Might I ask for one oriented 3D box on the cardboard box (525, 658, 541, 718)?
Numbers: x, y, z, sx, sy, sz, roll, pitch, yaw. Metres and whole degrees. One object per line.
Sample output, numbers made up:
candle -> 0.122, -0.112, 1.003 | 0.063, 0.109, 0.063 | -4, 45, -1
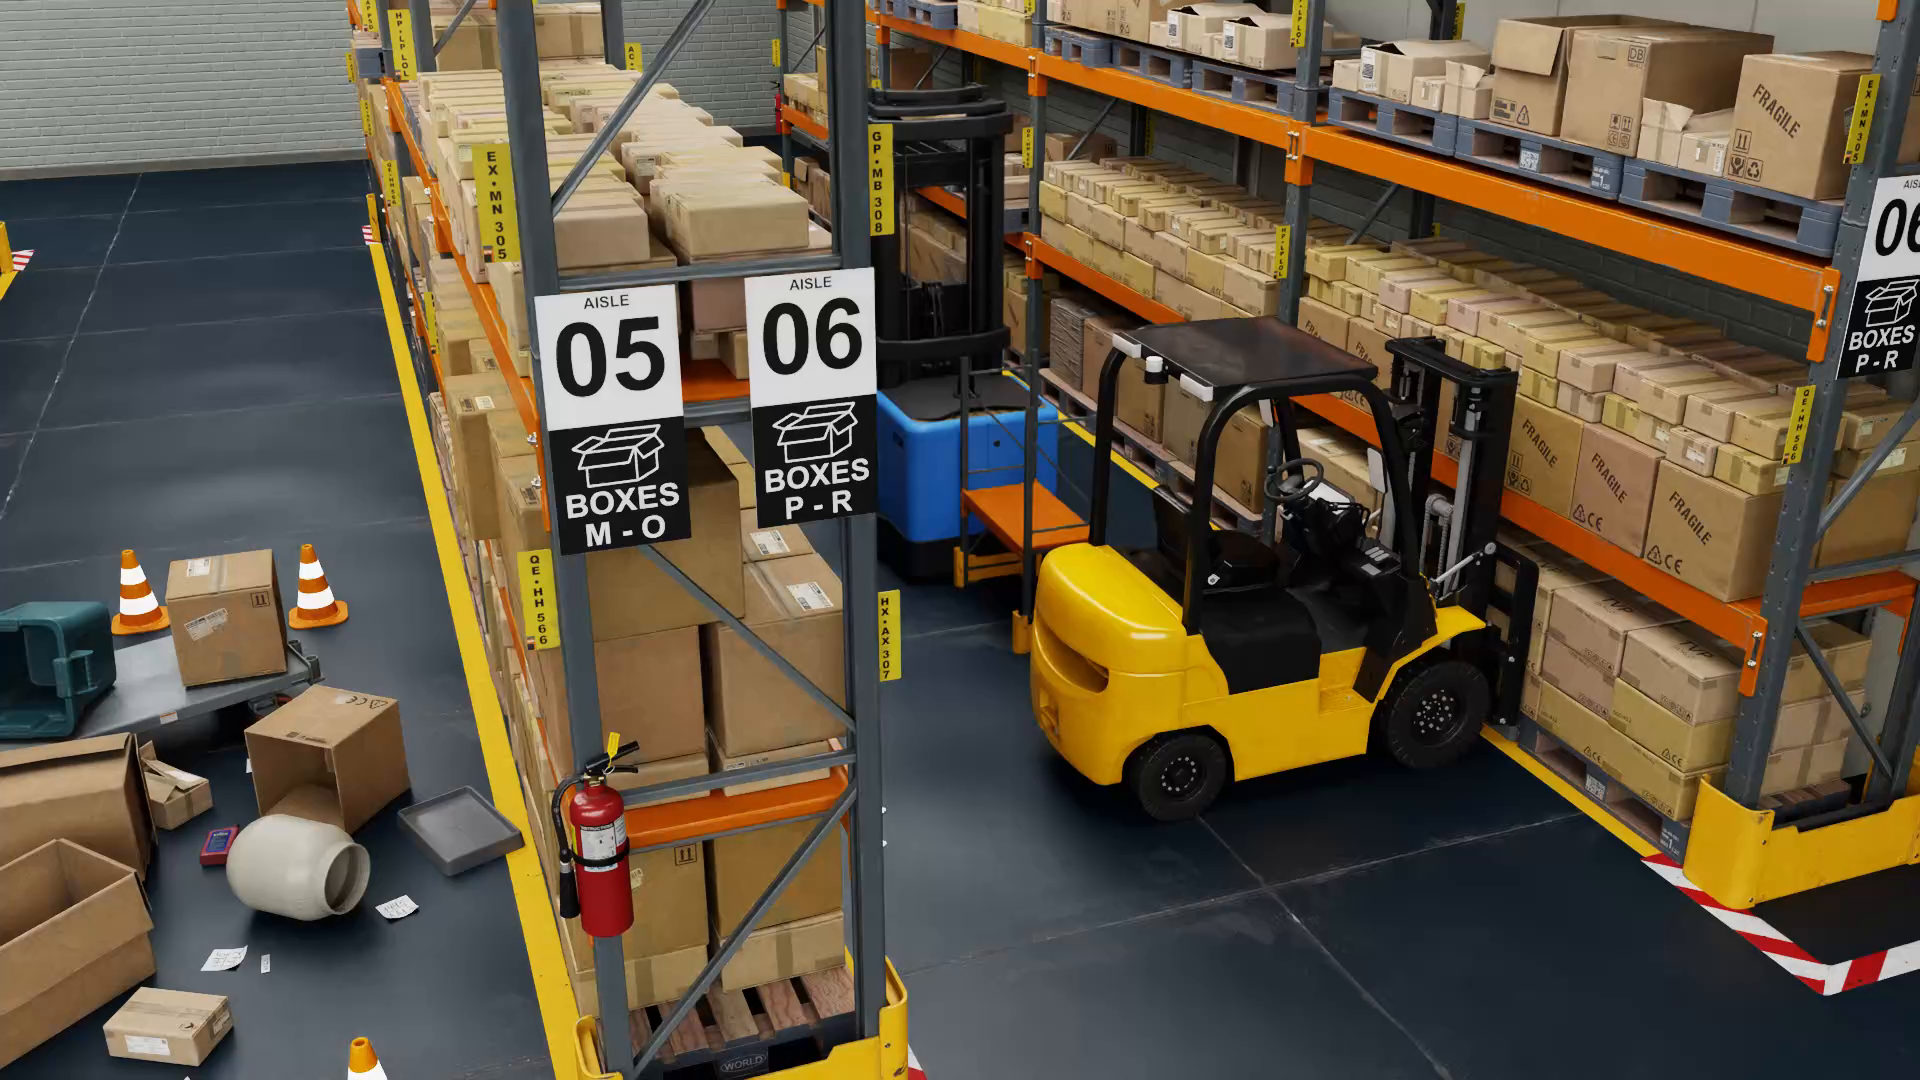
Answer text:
cardboard box -> -1.468, 0.541, 6.429 | 0.380, 0.149, 0.250 | -8, 24, -18

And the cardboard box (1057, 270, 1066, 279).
cardboard box -> 1.102, -2.469, 15.087 | 0.380, 0.149, 0.250 | -8, 24, -17

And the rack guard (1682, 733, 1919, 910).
rack guard -> 3.898, 1.272, 7.589 | 1.175, 0.500, 0.348 | -8, 24, -19

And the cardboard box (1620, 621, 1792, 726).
cardboard box -> 3.435, 0.600, 7.678 | 0.500, 0.250, 0.500 | -8, 24, -17

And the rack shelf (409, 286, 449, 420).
rack shelf -> -2.873, -1.055, 10.817 | 1.077, 0.370, 4.000 | -8, 24, -19

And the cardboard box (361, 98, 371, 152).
cardboard box -> -6.137, -4.485, 17.900 | 0.500, 0.500, 0.500 | -8, 24, -19

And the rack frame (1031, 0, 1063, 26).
rack frame -> 1.063, -5.560, 12.855 | 1.000, 3.000, 0.127 | -8, 24, -19

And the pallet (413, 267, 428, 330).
pallet -> -3.228, -1.780, 11.859 | 1.213, 0.211, 1.003 | -8, 24, -19

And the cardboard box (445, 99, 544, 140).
cardboard box -> -1.954, -1.764, 7.009 | 0.380, 0.149, 0.250 | -9, 25, -21

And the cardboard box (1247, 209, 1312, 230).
cardboard box -> 2.246, -2.224, 11.700 | 0.380, 0.149, 0.250 | -8, 24, -19

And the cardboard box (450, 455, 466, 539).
cardboard box -> -2.858, -0.346, 11.051 | 0.950, 0.372, 0.625 | -8, 24, -17

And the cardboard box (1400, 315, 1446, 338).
cardboard box -> 2.663, -1.155, 9.165 | 0.380, 0.149, 0.250 | -9, 24, -20

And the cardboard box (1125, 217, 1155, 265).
cardboard box -> 1.539, -2.205, 12.169 | 0.500, 0.250, 0.500 | -8, 24, -18

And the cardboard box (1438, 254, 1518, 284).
cardboard box -> 3.028, -1.558, 9.739 | 0.380, 0.149, 0.250 | -9, 24, -19

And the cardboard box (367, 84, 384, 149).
cardboard box -> -5.106, -3.874, 15.163 | 0.500, 0.500, 0.500 | -8, 24, -18

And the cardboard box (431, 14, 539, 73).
cardboard box -> -2.490, -2.590, 8.679 | 0.500, 0.250, 0.500 | -8, 24, -18

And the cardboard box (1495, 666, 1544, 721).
cardboard box -> 3.093, 0.692, 8.745 | 0.500, 0.250, 0.500 | -8, 24, -18

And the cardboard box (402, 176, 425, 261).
cardboard box -> -3.637, -2.295, 11.779 | 0.500, 0.500, 0.500 | -9, 24, -20

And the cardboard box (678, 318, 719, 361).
cardboard box -> -0.743, -0.721, 5.560 | 0.380, 0.149, 0.250 | -9, 25, -21

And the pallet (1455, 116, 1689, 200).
pallet -> 3.229, -1.935, 8.230 | 1.003, 0.211, 1.213 | -8, 24, -19

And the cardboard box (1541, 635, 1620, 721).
cardboard box -> 3.258, 0.637, 8.233 | 0.500, 0.250, 0.500 | -9, 24, -20

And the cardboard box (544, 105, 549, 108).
cardboard box -> -1.758, -1.986, 8.048 | 0.500, 0.250, 0.500 | -9, 24, -19

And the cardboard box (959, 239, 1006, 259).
cardboard box -> 0.209, -2.766, 15.794 | 0.380, 0.149, 0.250 | -10, 25, -22

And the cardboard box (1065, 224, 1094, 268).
cardboard box -> 1.164, -2.348, 13.152 | 0.500, 0.250, 0.500 | -9, 24, -20

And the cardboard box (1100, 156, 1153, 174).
cardboard box -> 1.367, -3.050, 13.661 | 0.380, 0.149, 0.250 | -8, 24, -17

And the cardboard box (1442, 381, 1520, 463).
cardboard box -> 2.926, -0.635, 8.765 | 0.500, 0.500, 0.500 | -8, 24, -19

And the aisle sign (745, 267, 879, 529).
aisle sign -> -0.441, -0.424, 5.047 | 0.394, 0.787, 0.004 | -8, 24, -19

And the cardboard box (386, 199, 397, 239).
cardboard box -> -4.566, -2.742, 14.087 | 0.500, 0.250, 0.500 | -9, 24, -20

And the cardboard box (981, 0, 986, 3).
cardboard box -> 0.400, -4.766, 14.513 | 0.380, 0.149, 0.250 | -8, 24, -19

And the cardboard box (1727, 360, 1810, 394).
cardboard box -> 3.803, -0.716, 7.739 | 0.380, 0.149, 0.250 | -8, 24, -18

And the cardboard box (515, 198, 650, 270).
cardboard box -> -1.149, -0.923, 5.012 | 0.380, 0.149, 0.250 | -8, 24, -18

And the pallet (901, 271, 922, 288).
pallet -> -0.027, -2.674, 17.322 | 1.003, 0.211, 1.213 | -8, 24, -19

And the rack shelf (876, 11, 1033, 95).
rack shelf -> 0.357, -4.573, 15.302 | 1.077, 0.370, 4.000 | -8, 24, -19

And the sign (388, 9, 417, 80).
sign -> -2.684, -2.384, 8.010 | 0.100, 0.325, 0.005 | -8, 24, -19

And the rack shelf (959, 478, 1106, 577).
rack shelf -> 0.420, -0.088, 9.991 | 0.538, 0.185, 1.000 | -8, 24, -19

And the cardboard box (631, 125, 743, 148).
cardboard box -> -1.034, -1.471, 6.312 | 0.380, 0.149, 0.250 | -8, 24, -18

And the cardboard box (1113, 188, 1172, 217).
cardboard box -> 1.366, -2.517, 12.395 | 0.380, 0.149, 0.250 | -8, 24, -18

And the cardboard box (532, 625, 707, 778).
cardboard box -> -1.203, 0.451, 5.806 | 0.500, 0.500, 0.500 | -9, 24, -20

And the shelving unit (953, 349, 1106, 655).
shelving unit -> 0.417, -0.257, 9.929 | 0.587, 1.500, 1.083 | -8, 24, -19

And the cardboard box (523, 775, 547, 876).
cardboard box -> -1.656, 1.232, 7.465 | 0.500, 0.250, 0.500 | -9, 25, -21

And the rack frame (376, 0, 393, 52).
rack frame -> -3.579, -4.878, 11.236 | 1.000, 3.000, 0.127 | -8, 24, -19

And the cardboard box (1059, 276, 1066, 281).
cardboard box -> 1.022, -2.210, 15.308 | 0.500, 0.500, 0.500 | -8, 24, -19

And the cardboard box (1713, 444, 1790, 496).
cardboard box -> 3.505, -0.321, 7.186 | 0.380, 0.149, 0.250 | -8, 24, -18

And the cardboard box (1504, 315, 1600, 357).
cardboard box -> 3.018, -1.029, 8.481 | 0.380, 0.149, 0.250 | -8, 24, -18

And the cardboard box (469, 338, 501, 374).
cardboard box -> -1.632, -0.562, 6.923 | 0.700, 0.500, 0.500 | -9, 24, -19

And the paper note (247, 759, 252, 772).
paper note -> -3.575, 1.135, 8.518 | 0.148, 0.019, 0.142 | -8, 24, -19

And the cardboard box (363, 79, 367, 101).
cardboard box -> -5.589, -4.392, 16.393 | 0.500, 0.500, 0.500 | -9, 24, -20

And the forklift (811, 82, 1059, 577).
forklift -> -0.351, -1.658, 11.410 | 1.130, 2.935, 3.031 | -8, 24, -19

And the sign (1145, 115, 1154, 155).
sign -> 1.581, -3.406, 13.979 | 0.100, 0.325, 0.005 | -8, 24, -19

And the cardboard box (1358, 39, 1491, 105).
cardboard box -> 2.542, -2.587, 9.110 | 0.500, 0.311, 0.500 | -8, 24, -18

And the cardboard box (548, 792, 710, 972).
cardboard box -> -1.280, 1.266, 6.417 | 0.500, 0.500, 0.500 | -8, 24, -19

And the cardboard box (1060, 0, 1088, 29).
cardboard box -> 1.091, -4.167, 12.614 | 0.500, 0.500, 0.500 | -8, 24, -19

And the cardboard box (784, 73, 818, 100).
cardboard box -> -1.855, -5.568, 20.410 | 0.500, 0.250, 0.500 | -8, 24, -19

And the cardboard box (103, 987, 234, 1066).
cardboard box -> -3.106, 1.909, 6.530 | 0.380, 0.149, 0.250 | 4, 23, 9

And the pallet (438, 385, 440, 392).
pallet -> -3.787, -1.125, 13.647 | 1.003, 0.211, 1.213 | -8, 24, -19

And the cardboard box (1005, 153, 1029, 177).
cardboard box -> 0.388, -3.259, 14.772 | 0.500, 0.250, 0.500 | -10, 25, -21
